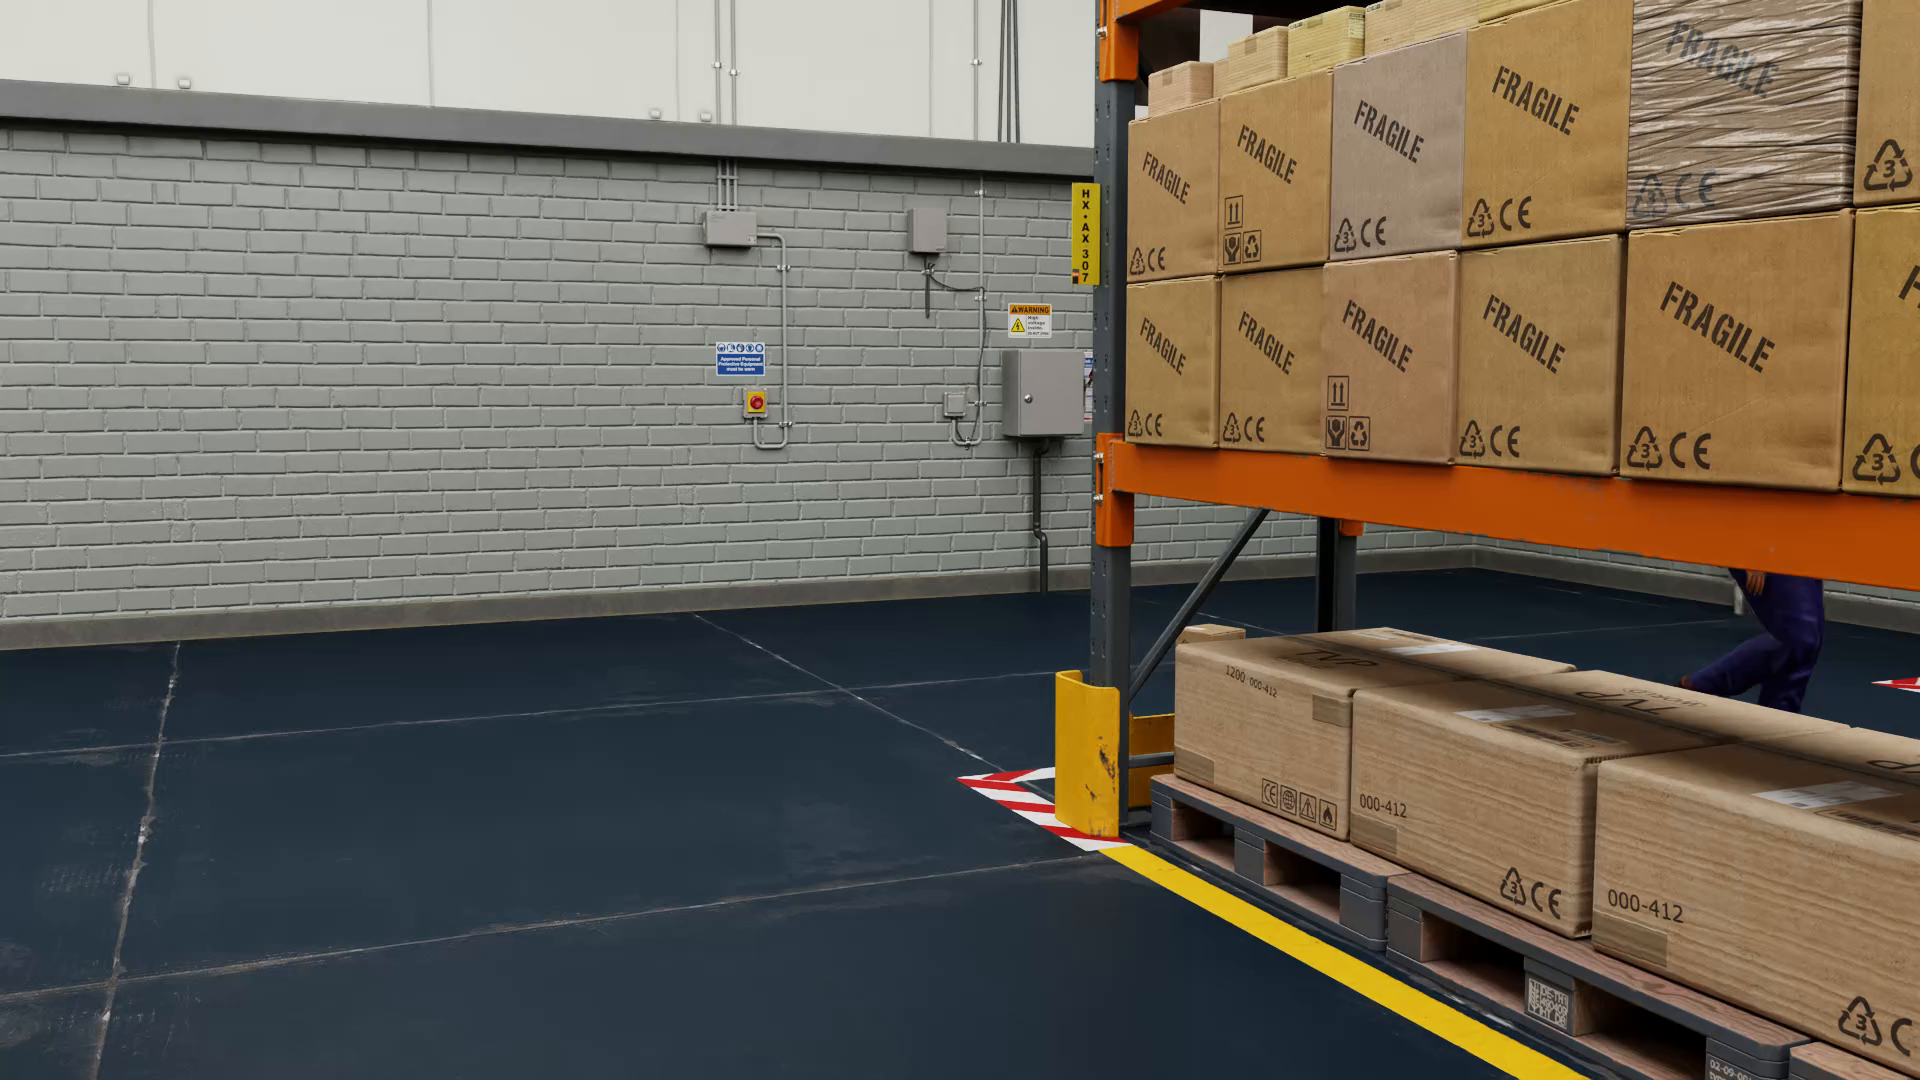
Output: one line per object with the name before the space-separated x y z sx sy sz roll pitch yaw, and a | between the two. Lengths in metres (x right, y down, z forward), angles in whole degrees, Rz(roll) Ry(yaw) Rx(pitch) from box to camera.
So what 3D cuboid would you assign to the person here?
person | 3.134 0.040 6.465 0.529 1.633 0.485 5 7 42
